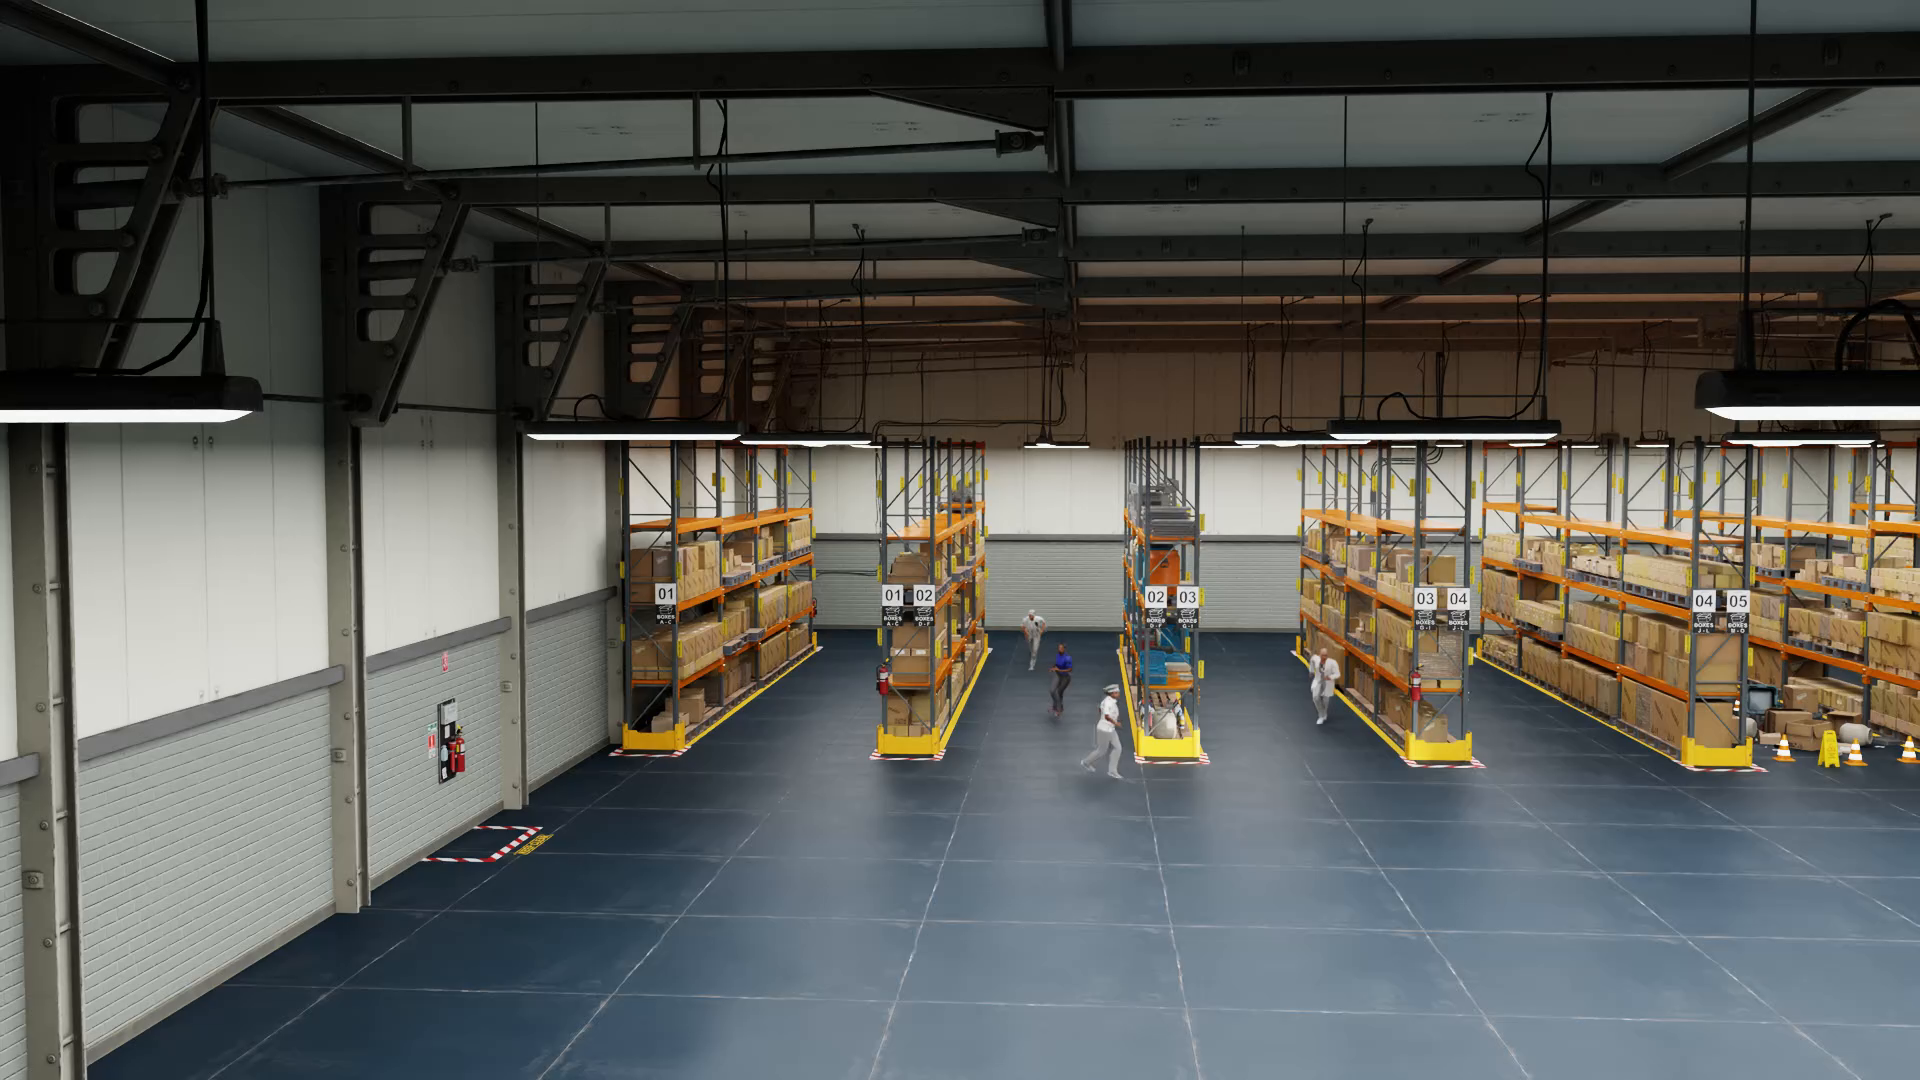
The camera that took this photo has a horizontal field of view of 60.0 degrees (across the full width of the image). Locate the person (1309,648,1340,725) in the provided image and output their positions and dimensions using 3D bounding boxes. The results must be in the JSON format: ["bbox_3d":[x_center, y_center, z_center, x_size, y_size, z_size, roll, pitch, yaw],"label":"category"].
[{"bbox_3d":[7.647,3.033,34.897,0.716,1.604,1.184,1,3,20],"label":"person"}]

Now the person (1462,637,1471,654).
[{"bbox_3d":[12.296,2.718,41.236,0.655,1.605,0.955,1,3,9],"label":"person"}]

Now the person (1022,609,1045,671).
[{"bbox_3d":[1.937,2.611,43.815,0.631,1.631,1.002,0,3,4],"label":"person"}]

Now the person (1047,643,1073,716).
[{"bbox_3d":[2.159,3.001,36.006,0.725,1.563,0.672,2,4,30],"label":"person"}]

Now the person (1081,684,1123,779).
[{"bbox_3d":[2.482,3.344,29.135,0.788,1.668,0.538,1,3,23],"label":"person"}]
